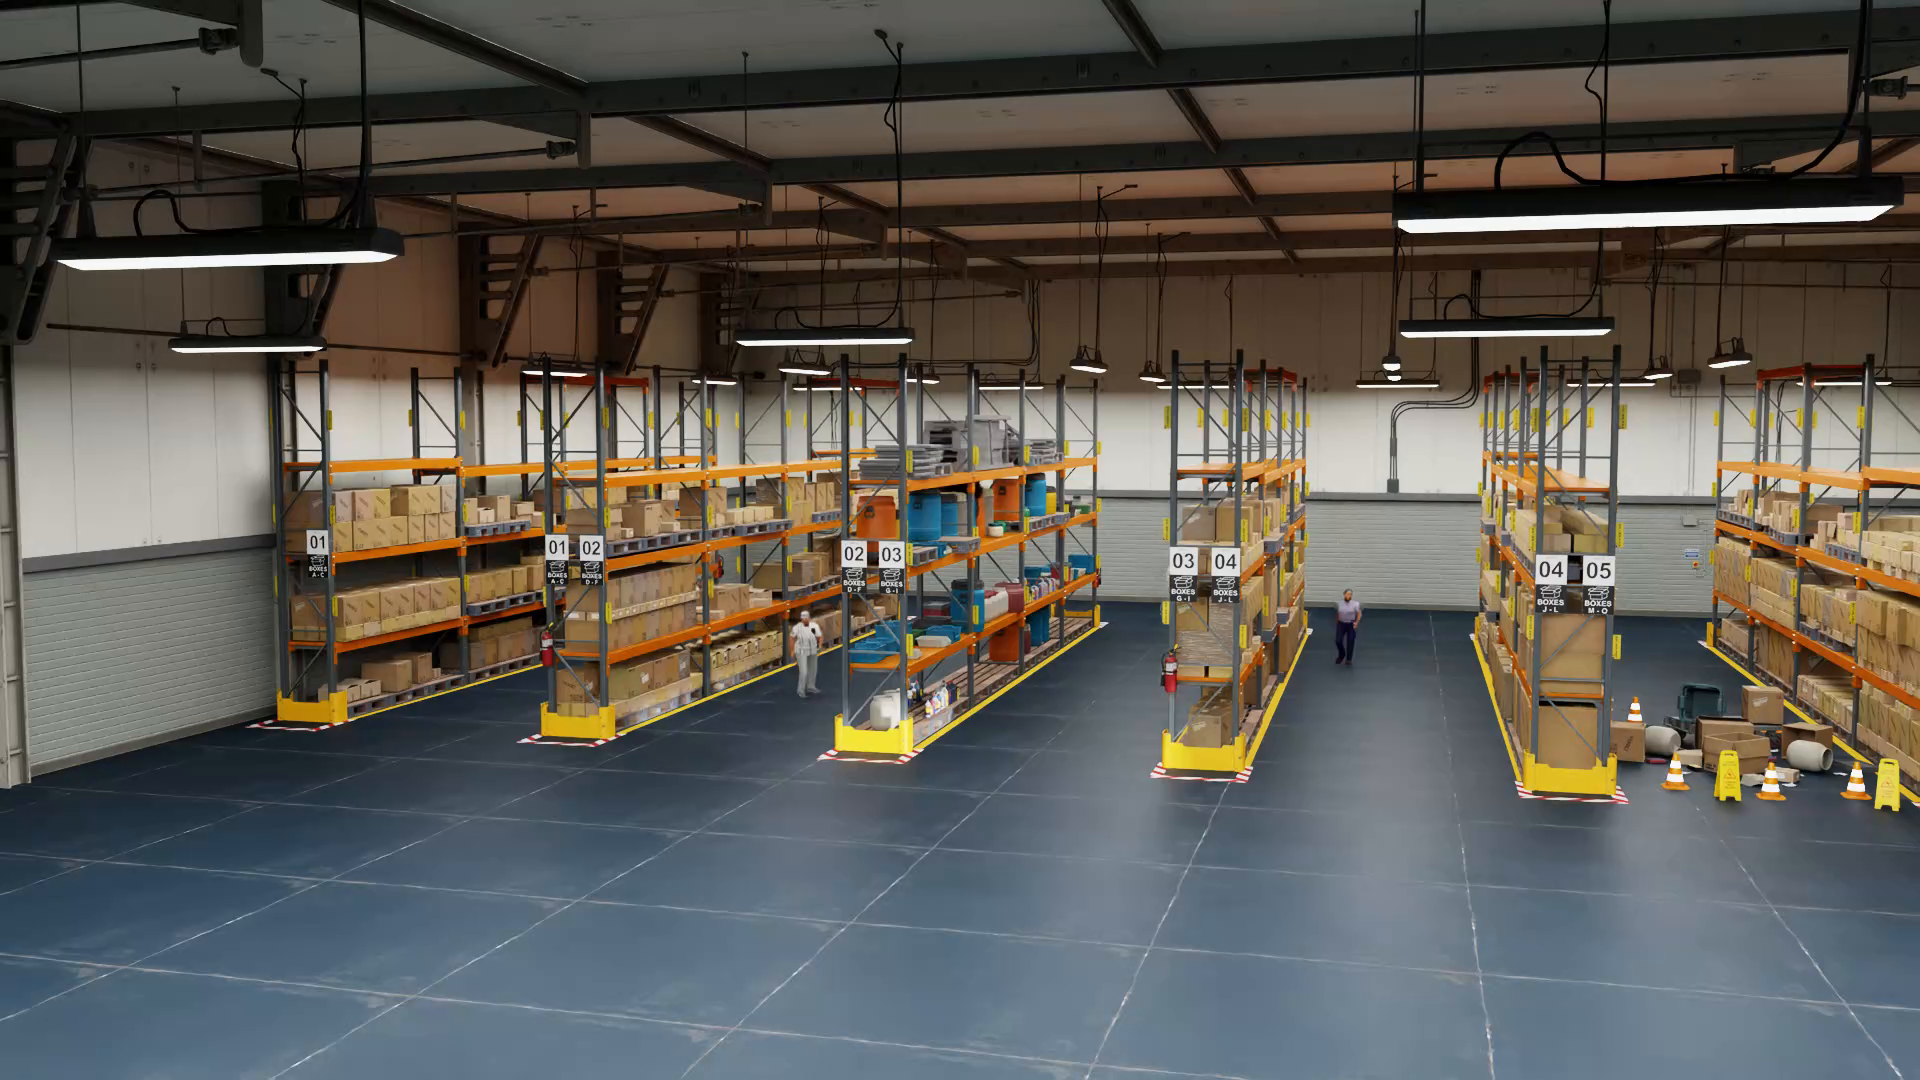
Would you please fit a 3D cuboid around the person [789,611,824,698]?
[{"bbox_3d":[-2.733,2.082,30.175,0.633,1.637,0.812,-3,5,-32],"label":"person"}]

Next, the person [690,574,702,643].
[{"bbox_3d":[-5.489,1.610,35.019,0.654,1.820,0.734,1,4,8],"label":"person"}]

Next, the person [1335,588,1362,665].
[{"bbox_3d":[7.874,1.769,33.767,0.585,1.599,0.769,2,4,21],"label":"person"}]
